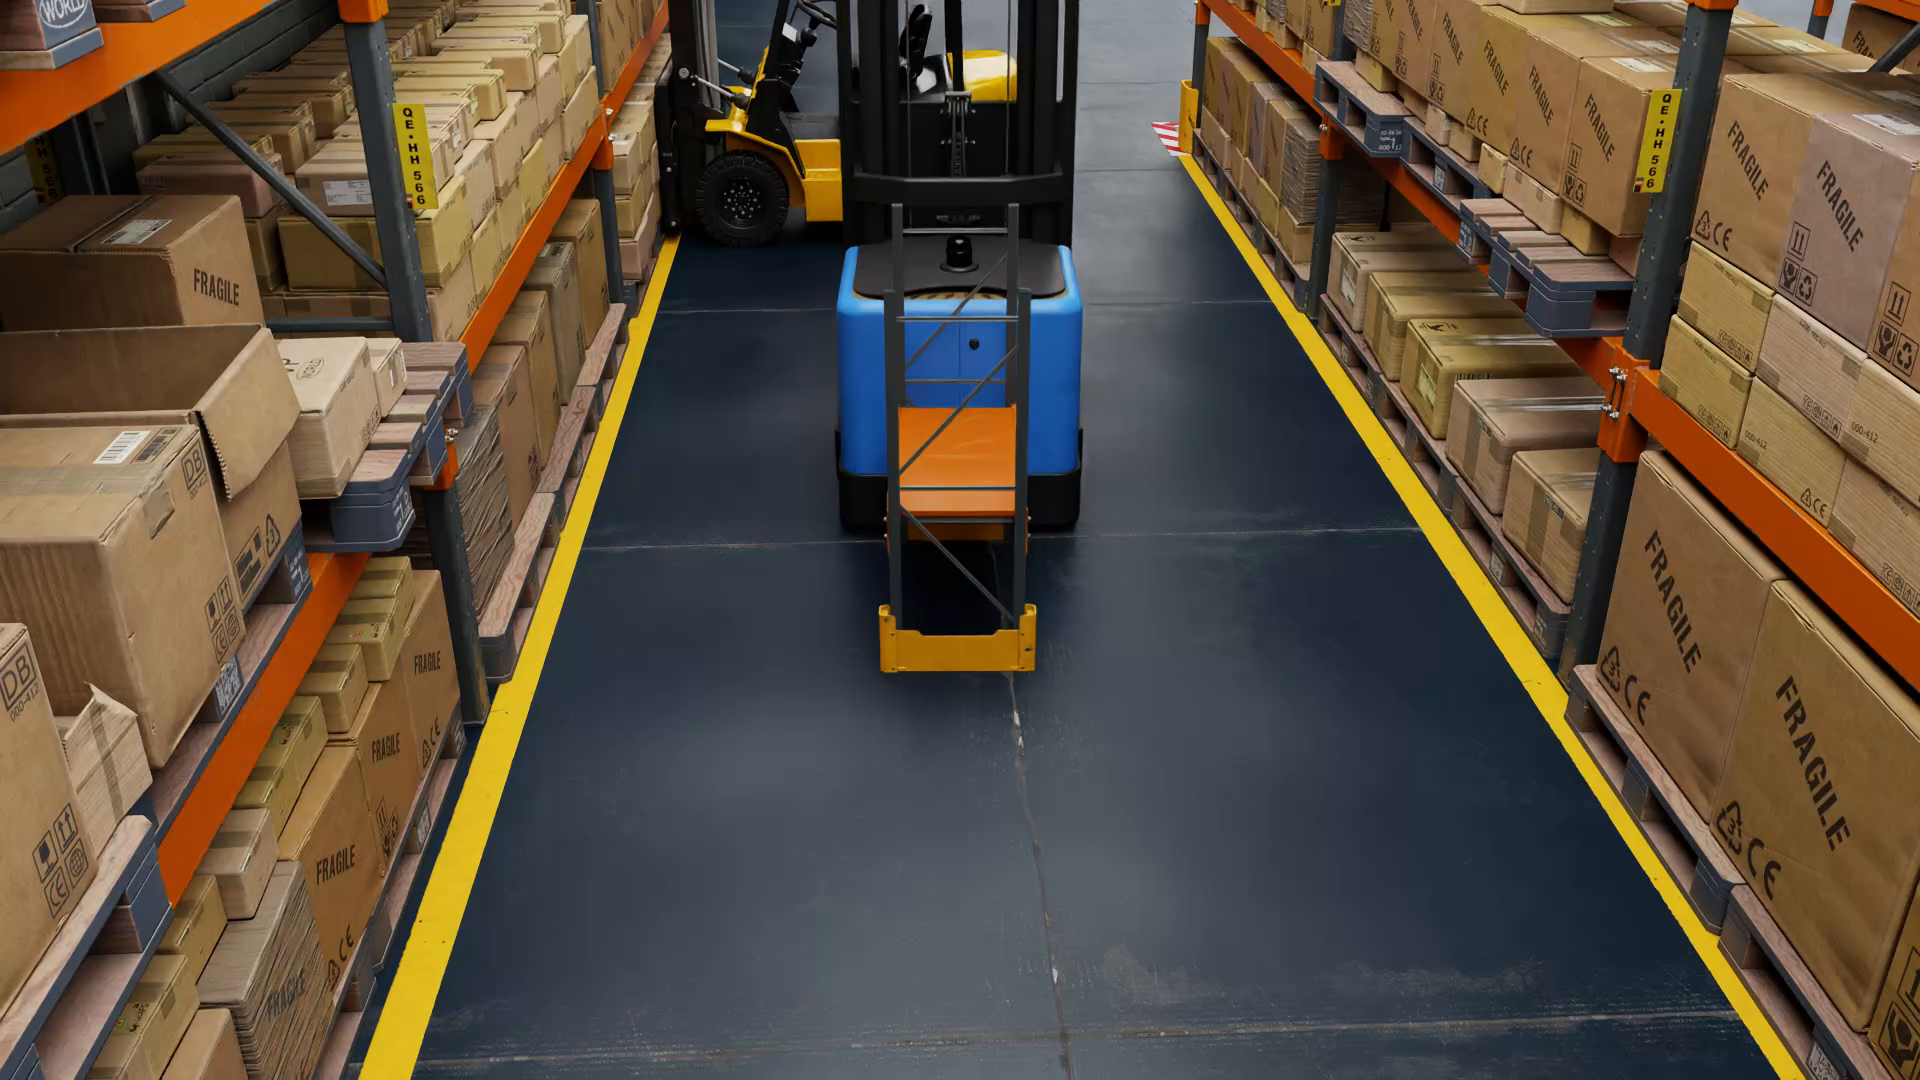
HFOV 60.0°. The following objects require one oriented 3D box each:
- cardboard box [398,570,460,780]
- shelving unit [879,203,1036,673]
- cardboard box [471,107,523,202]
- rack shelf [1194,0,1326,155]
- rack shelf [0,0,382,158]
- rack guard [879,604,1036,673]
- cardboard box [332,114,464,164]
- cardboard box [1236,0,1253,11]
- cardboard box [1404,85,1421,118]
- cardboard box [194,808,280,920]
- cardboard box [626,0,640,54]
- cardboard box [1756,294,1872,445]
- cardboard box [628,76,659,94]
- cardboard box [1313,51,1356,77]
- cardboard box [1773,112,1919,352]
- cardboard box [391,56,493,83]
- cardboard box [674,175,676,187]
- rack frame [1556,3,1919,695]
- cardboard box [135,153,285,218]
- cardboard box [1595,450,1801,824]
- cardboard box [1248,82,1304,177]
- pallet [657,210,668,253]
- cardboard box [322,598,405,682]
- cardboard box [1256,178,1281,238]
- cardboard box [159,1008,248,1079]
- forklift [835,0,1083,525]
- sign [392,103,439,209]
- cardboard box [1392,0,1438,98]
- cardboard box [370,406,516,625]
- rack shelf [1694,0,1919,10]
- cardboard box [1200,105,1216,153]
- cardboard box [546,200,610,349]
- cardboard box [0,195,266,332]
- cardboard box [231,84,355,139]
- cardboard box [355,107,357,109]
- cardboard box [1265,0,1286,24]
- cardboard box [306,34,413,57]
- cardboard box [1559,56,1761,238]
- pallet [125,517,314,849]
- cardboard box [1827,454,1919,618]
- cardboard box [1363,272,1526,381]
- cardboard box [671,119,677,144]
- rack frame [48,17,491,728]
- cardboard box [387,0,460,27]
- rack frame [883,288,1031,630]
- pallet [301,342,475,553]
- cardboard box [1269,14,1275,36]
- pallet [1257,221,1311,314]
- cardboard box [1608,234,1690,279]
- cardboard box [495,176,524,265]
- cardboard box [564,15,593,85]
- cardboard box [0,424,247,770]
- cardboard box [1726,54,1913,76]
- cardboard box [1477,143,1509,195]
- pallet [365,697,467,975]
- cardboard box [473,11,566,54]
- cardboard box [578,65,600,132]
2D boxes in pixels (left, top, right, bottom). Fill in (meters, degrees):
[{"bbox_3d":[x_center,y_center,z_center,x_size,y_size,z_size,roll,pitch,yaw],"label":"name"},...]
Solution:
[{"bbox_3d":[-1.972,0.436,5.419,0.500,0.500,0.500,-1,28,-1],"label":"cardboard box"},{"bbox_3d":[-0.014,-0.412,6.419,0.587,1.500,1.083,0,28,0],"label":"shelving unit"},{"bbox_3d":[-2.023,-1.516,6.534,0.500,0.250,0.500,-2,28,-4],"label":"cardboard box"},{"bbox_3d":[2.434,-3.250,11.015,1.077,0.370,4.000,-1,28,-3],"label":"rack shelf"},{"bbox_3d":[-2.105,-0.764,3.005,1.077,0.370,4.000,-1,28,-3],"label":"rack shelf"},{"bbox_3d":[-0.009,0.372,6.267,0.587,0.250,0.087,0,28,0],"label":"rack guard"},{"bbox_3d":[-1.986,-1.404,5.888,0.380,0.149,0.250,-1,28,-1],"label":"cardboard box"},{"bbox_3d":[2.115,-3.741,11.451,0.380,0.149,0.250,-1,28,-1],"label":"cardboard box"},{"bbox_3d":[2.319,-2.093,7.836,0.380,0.149,0.250,-1,28,-2],"label":"cardboard box"},{"bbox_3d":[-1.889,0.793,4.033,0.380,0.149,0.250,-3,28,-5],"label":"cardboard box"},{"bbox_3d":[-2.252,-3.253,10.135,0.500,0.500,0.500,-2,28,-3],"label":"cardboard box"},{"bbox_3d":[2.553,-0.474,4.537,0.500,0.250,0.500,-1,28,-1],"label":"cardboard box"},{"bbox_3d":[-2.204,-2.873,10.953,0.500,0.250,0.500,-2,28,-4],"label":"cardboard box"},{"bbox_3d":[2.217,-2.675,9.406,0.380,0.149,0.250,-2,28,-3],"label":"cardboard box"},{"bbox_3d":[2.565,-0.823,4.395,0.500,0.500,0.500,-1,28,-2],"label":"cardboard box"},{"bbox_3d":[-2.120,-1.876,6.794,0.380,0.149,0.250,-1,28,-3],"label":"cardboard box"},{"bbox_3d":[-2.204,-2.428,11.181,0.500,0.250,0.500,-1,28,-1],"label":"cardboard box"},{"bbox_3d":[2.748,-0.798,5.536,1.000,3.000,0.127,-1,28,-3],"label":"rack frame"},{"bbox_3d":[-2.428,-1.153,5.408,0.380,0.149,0.250,-1,28,-1],"label":"cardboard box"},{"bbox_3d":[2.701,0.279,5.315,0.875,0.875,0.875,-2,28,-3],"label":"cardboard box"},{"bbox_3d":[2.184,-2.682,10.856,0.500,0.500,0.500,0,28,0],"label":"cardboard box"},{"bbox_3d":[-2.485,-2.220,11.278,1.003,0.211,1.213,-1,28,-3],"label":"pallet"},{"bbox_3d":[-1.885,0.306,4.968,0.380,0.149,0.250,-3,28,-5],"label":"cardboard box"},{"bbox_3d":[2.202,-2.124,10.598,0.500,0.250,0.500,-2,28,-4],"label":"cardboard box"},{"bbox_3d":[-1.860,1.388,3.594,0.500,0.500,0.500,-2,28,-4],"label":"cardboard box"},{"bbox_3d":[-0.014,-2.001,7.917,1.130,2.935,3.031,0,28,0],"label":"forklift"},{"bbox_3d":[-1.668,-1.172,5.087,0.100,0.325,0.005,-1,28,-3],"label":"sign"},{"bbox_3d":[2.316,-2.324,7.578,0.500,0.500,0.500,-2,28,-3],"label":"cardboard box"},{"bbox_3d":[-2.228,-0.098,6.308,0.875,0.625,0.625,-1,28,-1],"label":"cardboard box"},{"bbox_3d":[2.852,-0.885,3.238,1.077,0.370,4.000,-1,28,-3],"label":"rack shelf"},{"bbox_3d":[2.096,-3.080,12.431,0.500,0.250,0.500,-2,28,-3],"label":"cardboard box"},{"bbox_3d":[-2.380,-1.416,8.835,0.875,0.625,0.625,0,28,0],"label":"cardboard box"},{"bbox_3d":[-2.338,-0.665,4.719,0.500,0.500,0.500,0,28,0],"label":"cardboard box"},{"bbox_3d":[-2.525,-1.627,6.316,0.380,0.149,0.250,-2,28,-3],"label":"cardboard box"},{"bbox_3d":[-2.581,-1.732,6.949,0.500,0.250,0.500,-2,28,-4],"label":"cardboard box"},{"bbox_3d":[2.202,-3.497,10.282,0.500,0.500,0.500,-1,28,-1],"label":"cardboard box"},{"bbox_3d":[-2.600,-2.098,7.219,0.380,0.149,0.250,-2,28,-3],"label":"cardboard box"},{"bbox_3d":[2.446,-1.363,5.736,0.500,0.500,0.500,-2,28,-4],"label":"cardboard box"},{"bbox_3d":[-2.103,0.307,3.625,1.003,0.211,1.213,-1,28,-3],"label":"pallet"},{"bbox_3d":[2.588,-0.020,4.207,0.500,0.250,0.500,0,28,-1],"label":"cardboard box"},{"bbox_3d":[2.609,-1.092,8.487,0.950,0.372,0.625,0,28,1],"label":"cardboard box"},{"bbox_3d":[-2.226,-2.872,11.492,0.500,0.250,0.500,-2,28,-4],"label":"cardboard box"},{"bbox_3d":[-2.209,-0.676,5.303,1.000,3.000,0.127,-1,28,-3],"label":"rack frame"},{"bbox_3d":[-2.652,-2.563,8.110,0.380,0.149,0.250,-2,28,-4],"label":"cardboard box"},{"bbox_3d":[-0.009,-0.182,5.976,0.500,1.500,0.032,0,28,0],"label":"rack frame"},{"bbox_3d":[-2.104,-0.280,4.750,1.213,0.211,1.003,-1,28,-3],"label":"pallet"},{"bbox_3d":[2.178,-3.263,10.533,0.380,0.149,0.250,-2,28,-4],"label":"cardboard box"},{"bbox_3d":[2.468,-1.718,10.315,1.003,0.211,1.213,-1,28,-3],"label":"pallet"},{"bbox_3d":[2.495,-1.018,5.776,0.380,0.149,0.250,0,28,-1],"label":"cardboard box"},{"bbox_3d":[-2.044,-1.291,6.643,0.500,0.250,0.500,-2,28,-4],"label":"cardboard box"},{"bbox_3d":[-2.137,-2.458,8.341,0.500,0.250,0.500,-2,28,-4],"label":"cardboard box"},{"bbox_3d":[-1.870,0.110,3.233,0.700,0.500,0.500,-2,28,-3],"label":"cardboard box"},{"bbox_3d":[2.955,-1.374,5.756,0.500,0.500,0.500,-2,28,-4],"label":"cardboard box"},{"bbox_3d":[2.318,-1.499,6.698,0.380,0.149,0.250,-1,28,-2],"label":"cardboard box"},{"bbox_3d":[-2.208,0.906,5.285,1.003,0.211,1.213,-1,28,-3],"label":"pallet"},{"bbox_3d":[-2.041,-2.352,7.706,0.380,0.149,0.250,-2,28,-4],"label":"cardboard box"},{"bbox_3d":[-2.131,-2.230,8.445,0.500,0.250,0.500,-1,28,-1],"label":"cardboard box"}]
